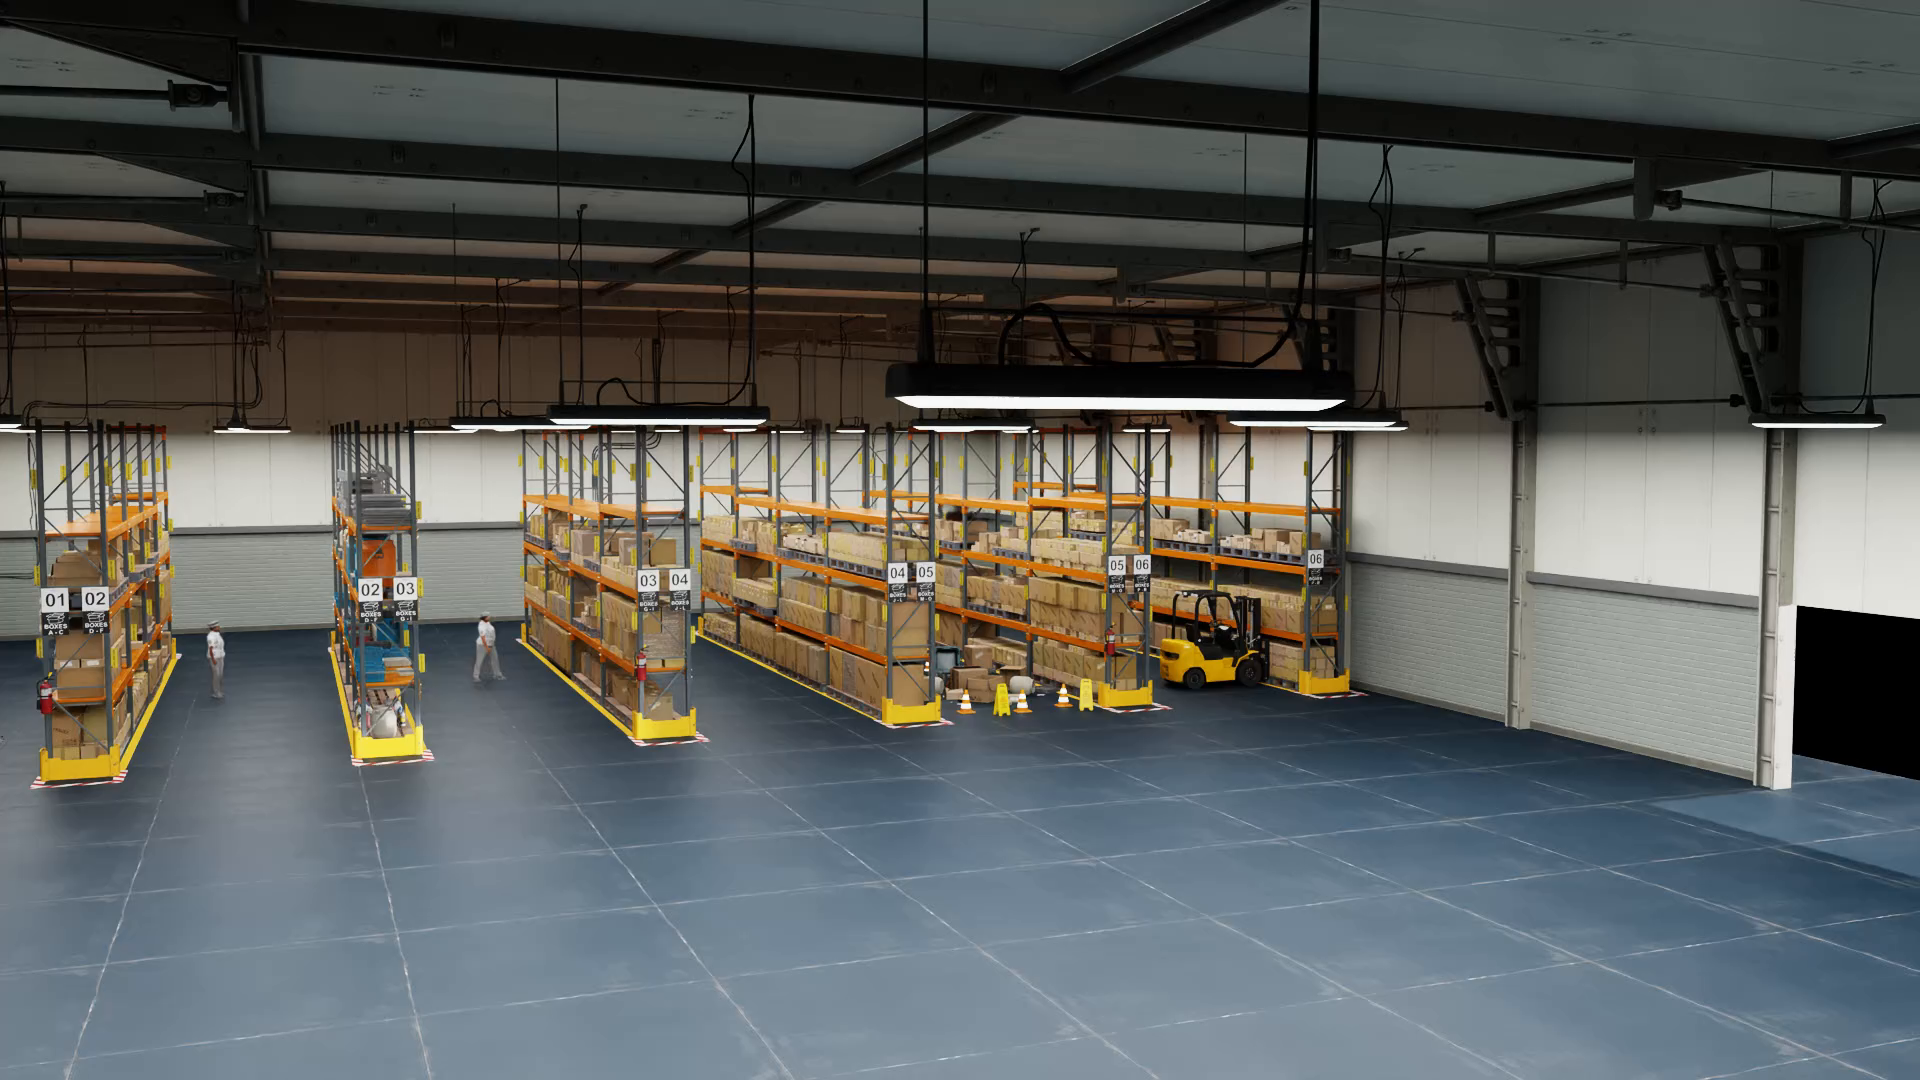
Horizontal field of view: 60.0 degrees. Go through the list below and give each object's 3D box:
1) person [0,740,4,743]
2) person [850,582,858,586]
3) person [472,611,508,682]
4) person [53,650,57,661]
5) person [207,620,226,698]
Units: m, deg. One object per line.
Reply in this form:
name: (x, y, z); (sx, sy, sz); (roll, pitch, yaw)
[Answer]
person: (-18.174, 2.963, 30.880); (0.553, 1.687, 0.494); (0, 4, 6)
person: (-2.675, 1.968, 43.577); (0.598, 1.742, 0.473); (3, 4, 37)
person: (-11.018, 2.476, 38.860); (0.614, 1.661, 0.689); (1, 4, 16)
person: (-22.503, 2.230, 41.621); (0.553, 1.790, 0.477); (3, 5, 39)
person: (-16.320, 2.625, 36.634); (0.495, 1.725, 0.487); (1, 4, 13)
